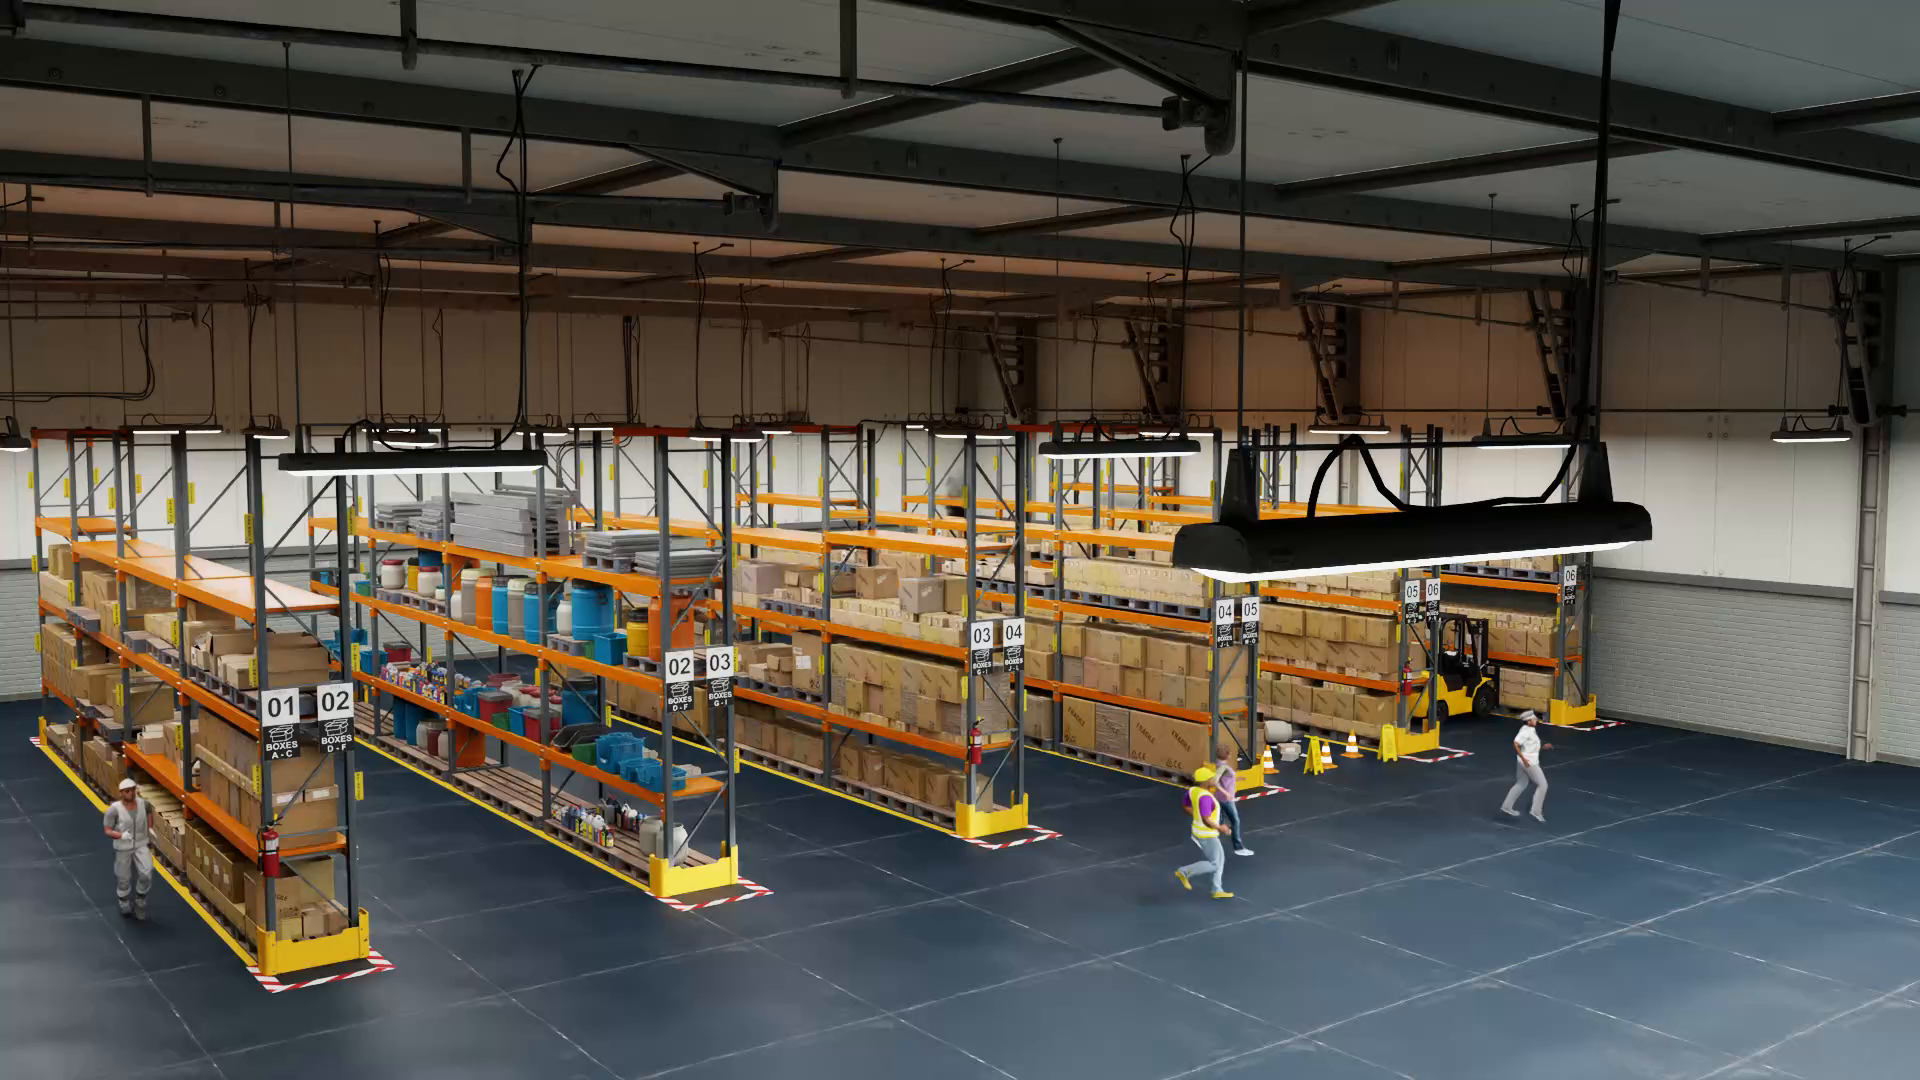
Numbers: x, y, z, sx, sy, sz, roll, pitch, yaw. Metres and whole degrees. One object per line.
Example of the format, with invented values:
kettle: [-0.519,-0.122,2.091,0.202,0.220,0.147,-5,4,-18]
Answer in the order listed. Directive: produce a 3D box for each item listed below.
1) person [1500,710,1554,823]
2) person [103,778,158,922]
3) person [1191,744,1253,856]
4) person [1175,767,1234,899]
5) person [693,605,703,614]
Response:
person: [8.748,3.481,25.602,0.741,1.756,0.544,1,5,9]
person: [-10.219,3.827,20.540,0.643,1.796,0.805,-4,6,-39]
person: [3.717,3.681,23.515,0.888,1.566,0.540,0,4,-2]
person: [3.150,3.788,21.480,0.815,1.727,0.712,-1,5,-8]
person: [-6.637,2.317,40.310,0.815,1.744,0.808,2,5,24]
